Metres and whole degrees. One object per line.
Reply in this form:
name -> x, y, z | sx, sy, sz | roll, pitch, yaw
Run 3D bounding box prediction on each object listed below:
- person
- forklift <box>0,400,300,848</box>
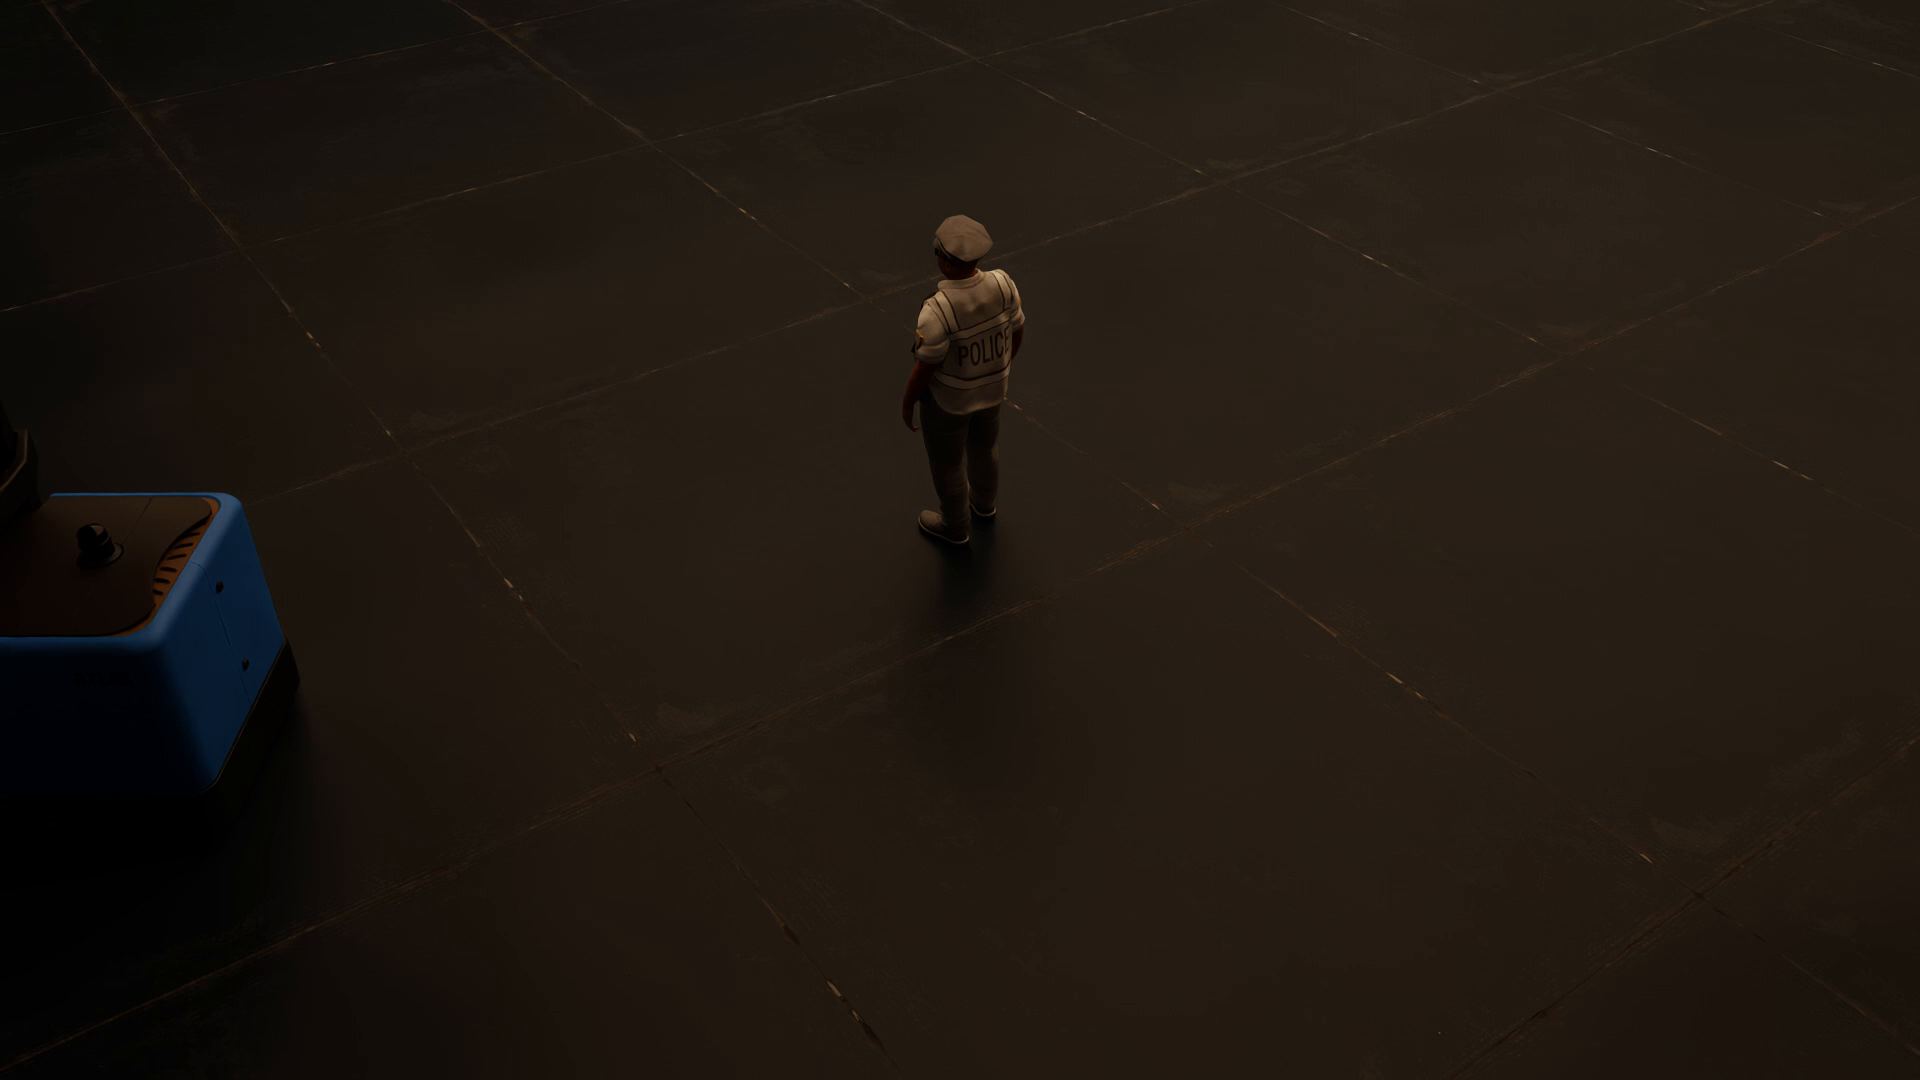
person -> -0.035, -0.764, 7.933 | 0.640, 1.781, 0.575 | -23, 42, -28
forklift -> -4.462, -0.222, 6.245 | 3.031, 2.935, 1.130 | 0, 36, 0
